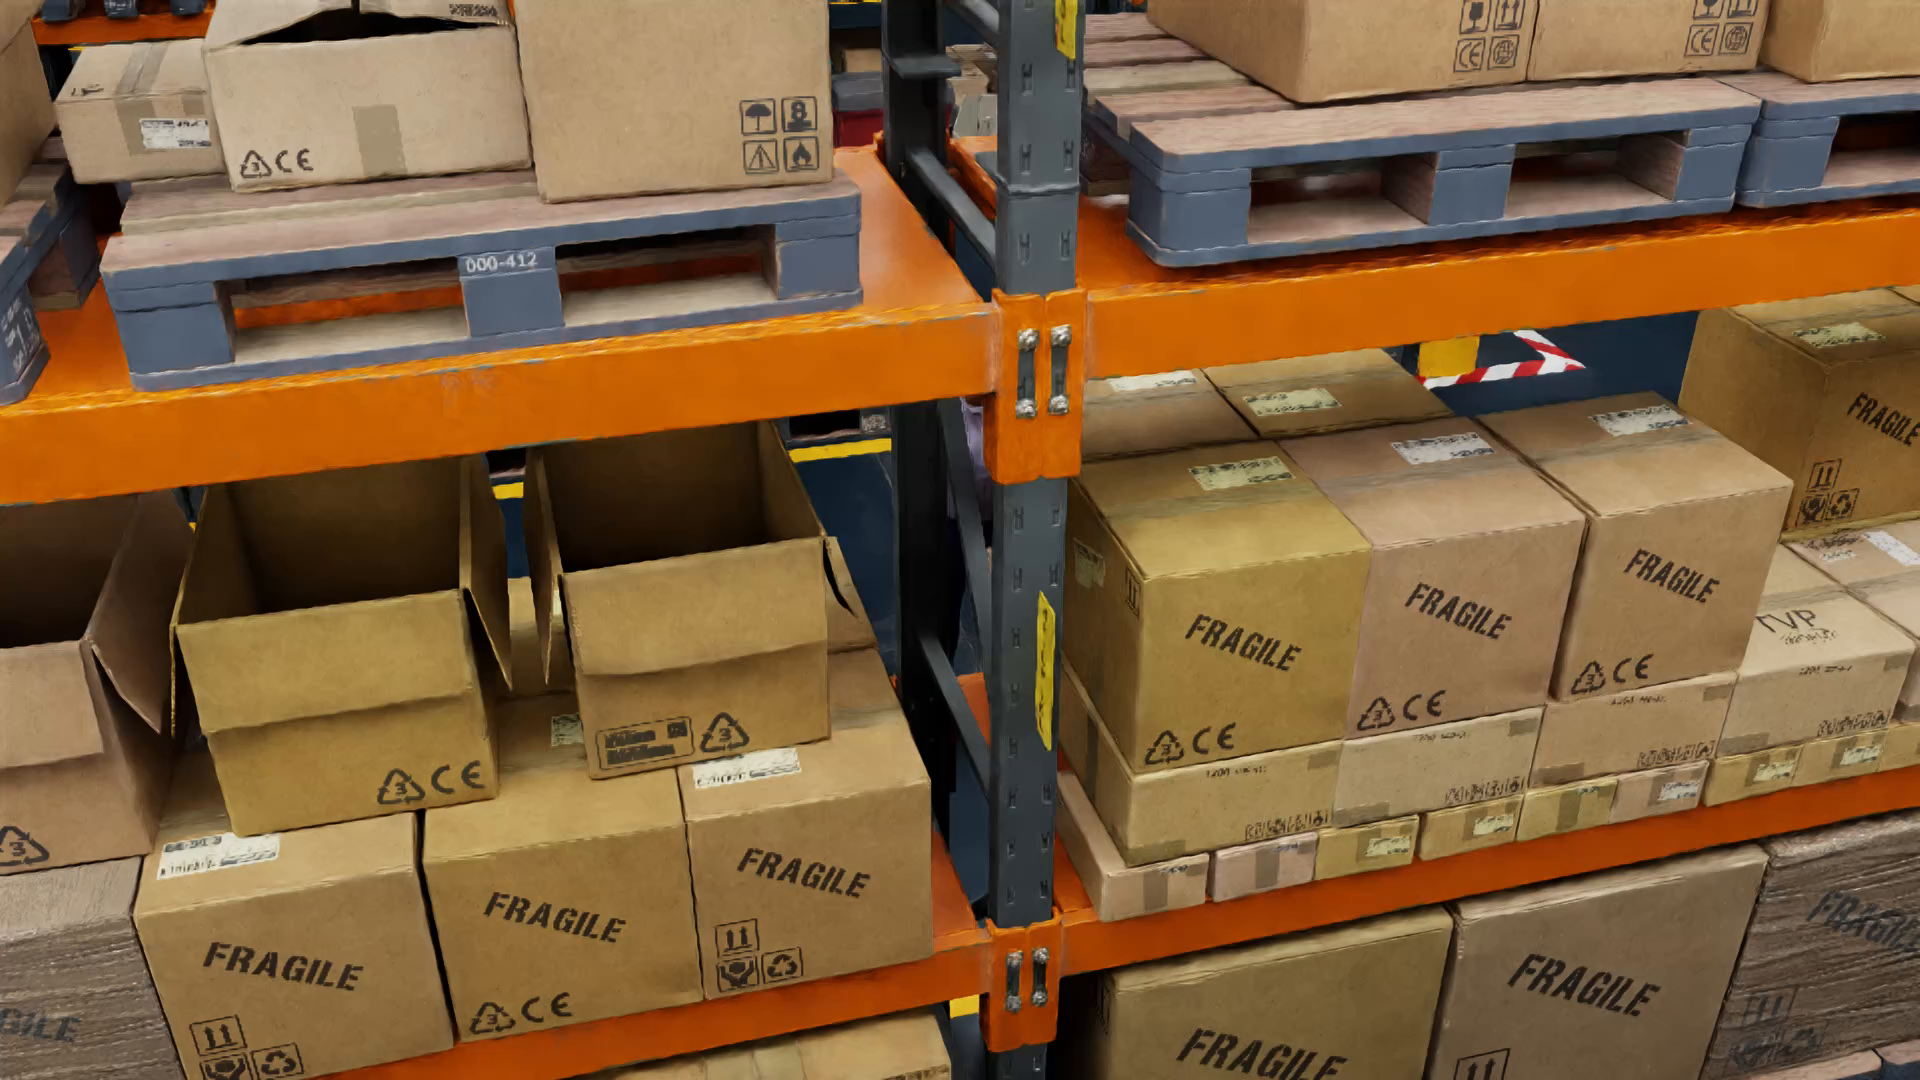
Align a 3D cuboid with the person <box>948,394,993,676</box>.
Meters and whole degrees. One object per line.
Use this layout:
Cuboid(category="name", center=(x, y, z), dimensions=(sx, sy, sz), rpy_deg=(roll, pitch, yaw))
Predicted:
Cuboid(category="person", center=(0.043, 0.009, 6.146), dimensions=(0.564, 1.666, 0.343), rpy_deg=(-5, 31, -8))
